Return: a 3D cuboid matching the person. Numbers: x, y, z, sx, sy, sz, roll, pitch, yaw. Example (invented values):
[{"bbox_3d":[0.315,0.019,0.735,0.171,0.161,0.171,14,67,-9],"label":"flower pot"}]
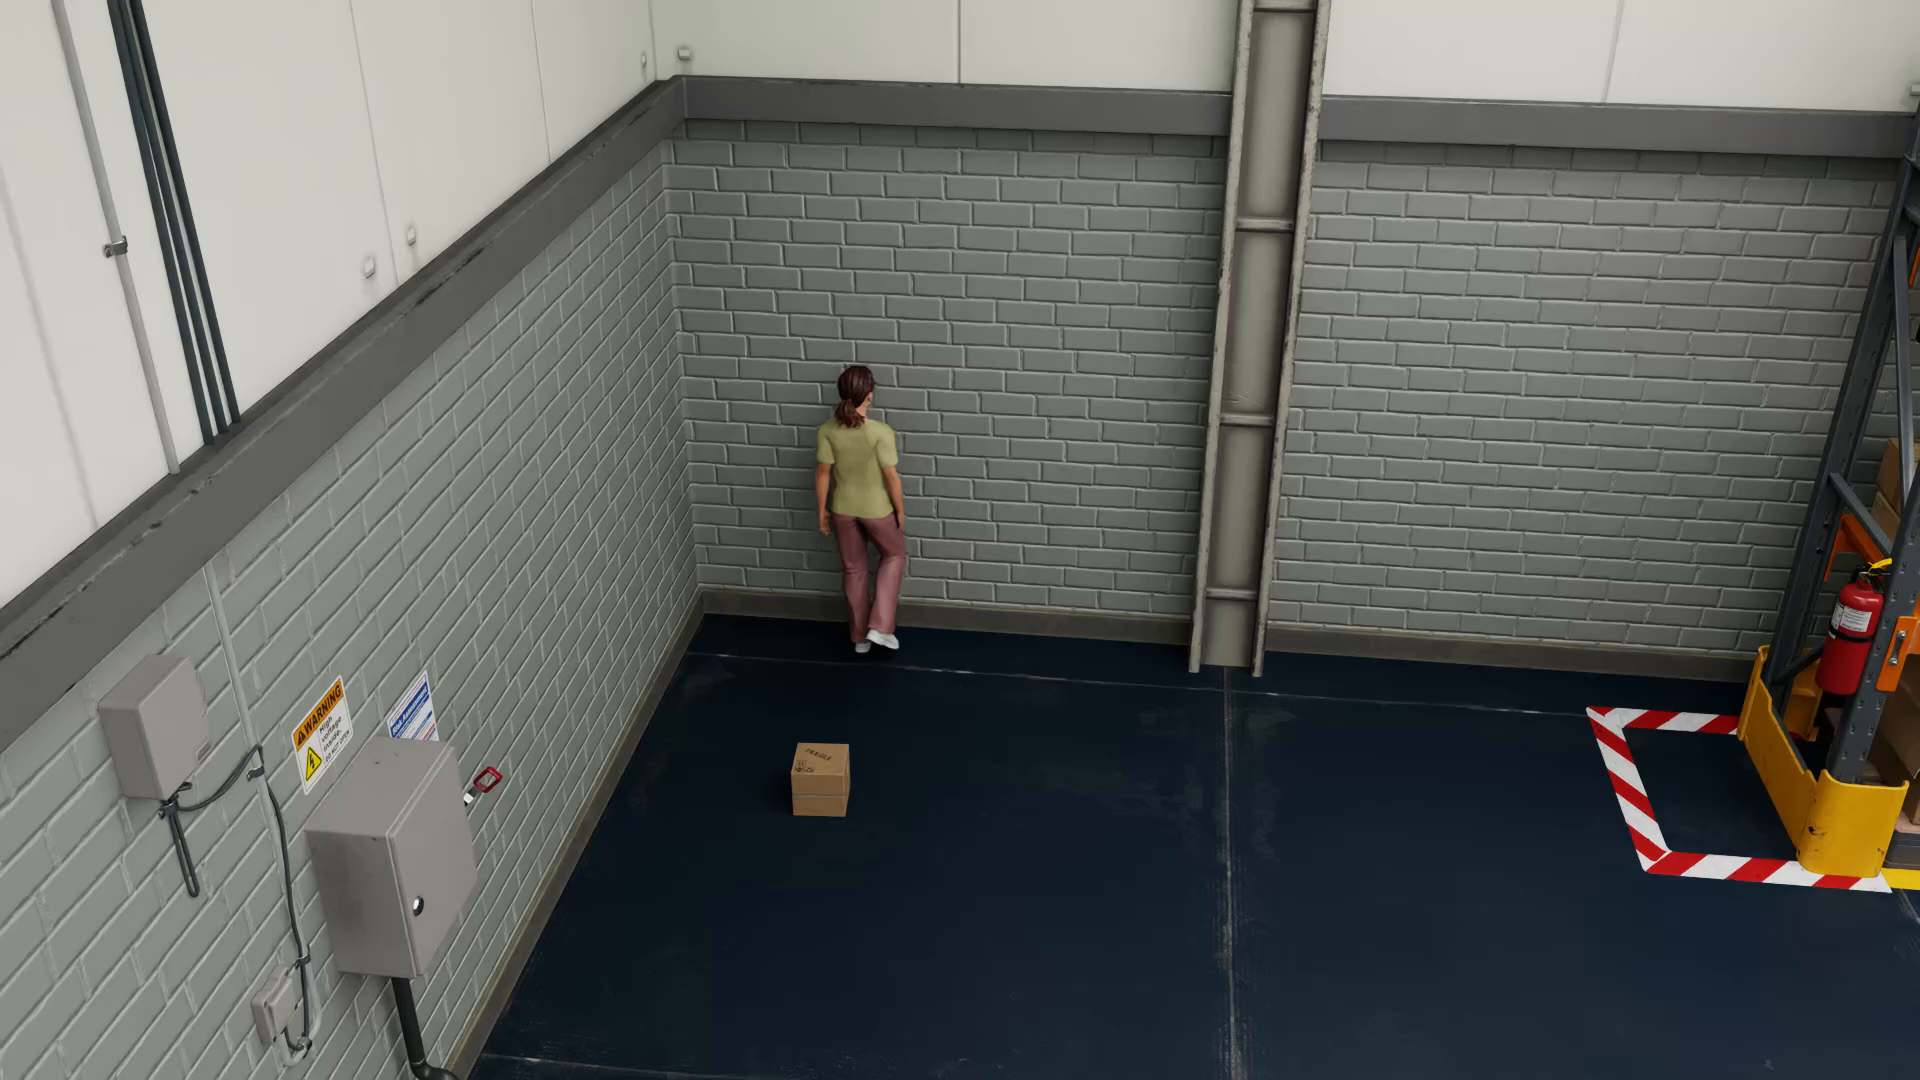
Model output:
[{"bbox_3d":[-0.521,-0.150,8.885,0.463,1.682,0.413,6,29,11],"label":"person"}]
